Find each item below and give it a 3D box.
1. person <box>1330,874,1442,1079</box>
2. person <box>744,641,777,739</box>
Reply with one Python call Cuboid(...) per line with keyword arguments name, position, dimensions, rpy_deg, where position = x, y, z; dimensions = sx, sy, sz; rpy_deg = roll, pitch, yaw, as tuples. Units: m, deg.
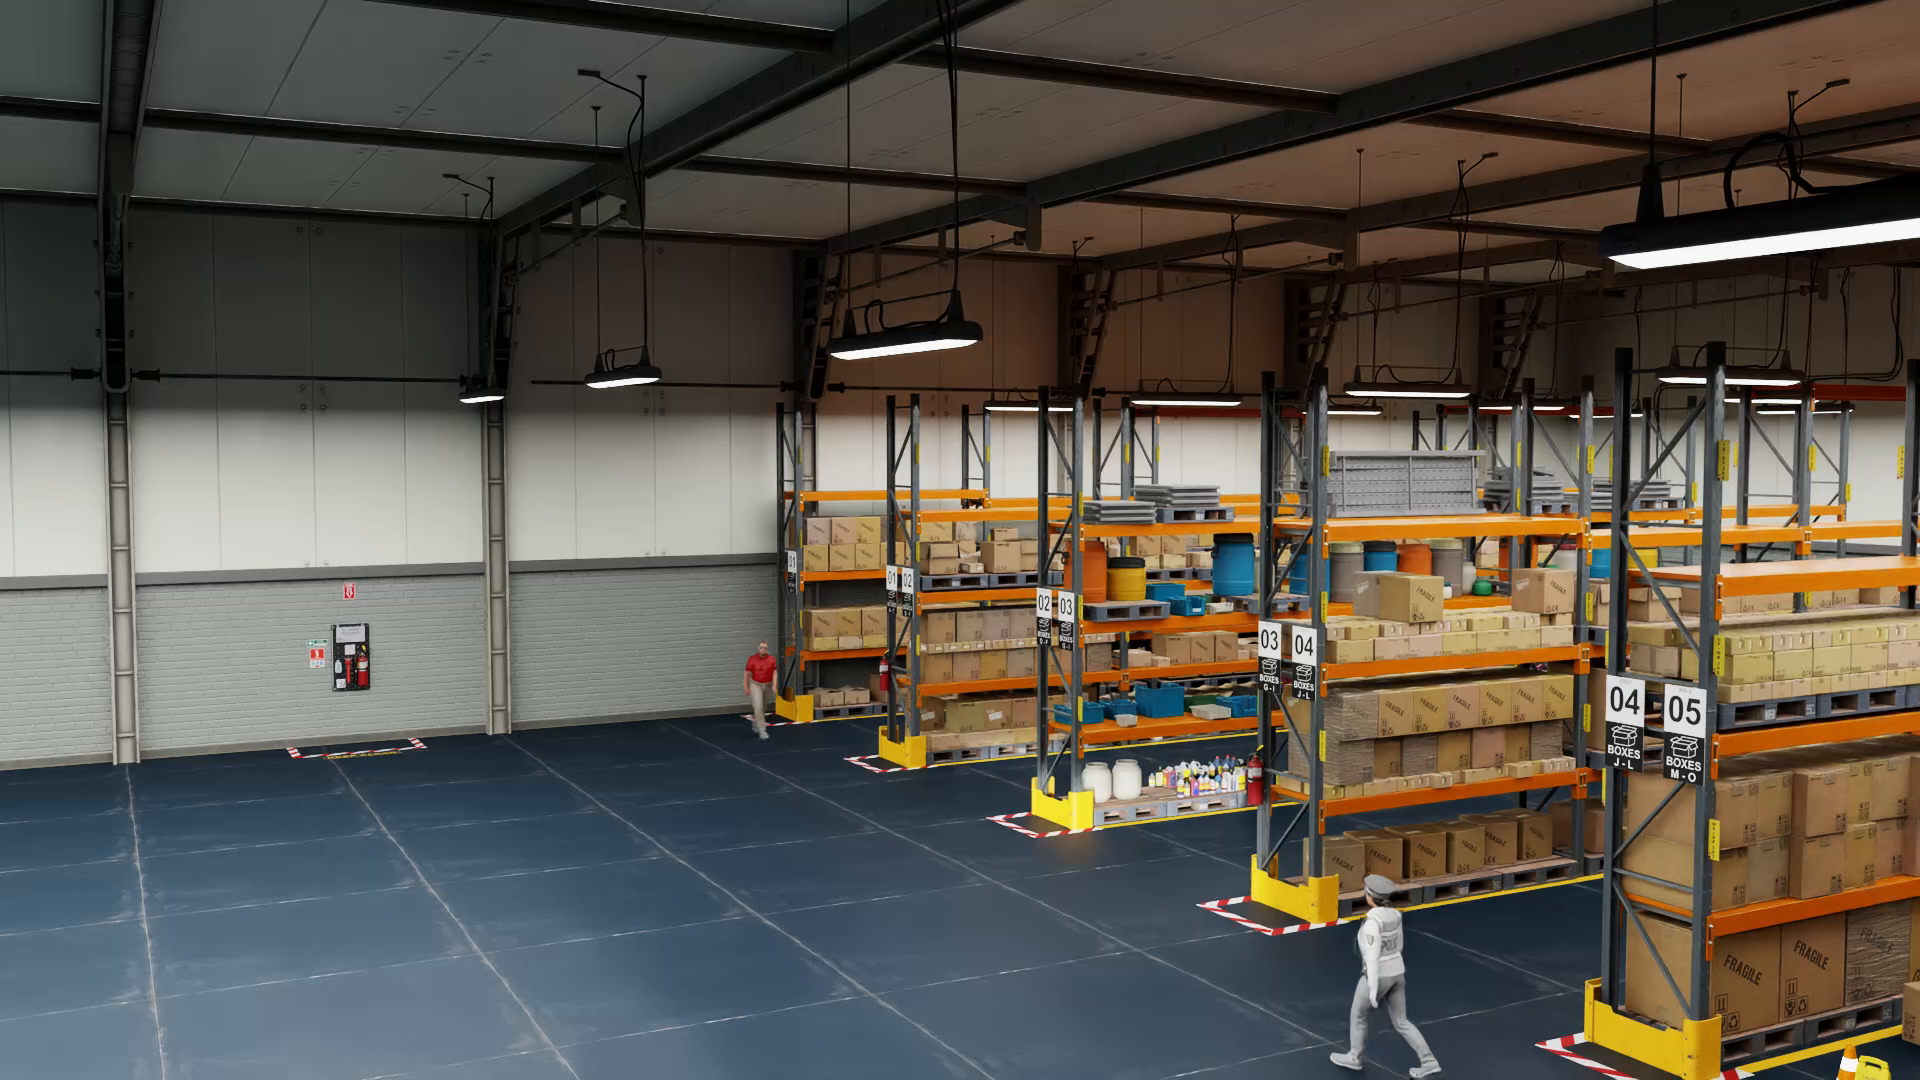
Cuboid(name="person", position=(3.482, 3.562, 13.556), dimensions=(0.512, 1.639, 0.973), rpy_deg=(-3, 4, -41))
Cuboid(name="person", position=(-3.493, 2.633, 29.540), dimensions=(0.539, 1.672, 0.974), rpy_deg=(-2, 4, -37))
